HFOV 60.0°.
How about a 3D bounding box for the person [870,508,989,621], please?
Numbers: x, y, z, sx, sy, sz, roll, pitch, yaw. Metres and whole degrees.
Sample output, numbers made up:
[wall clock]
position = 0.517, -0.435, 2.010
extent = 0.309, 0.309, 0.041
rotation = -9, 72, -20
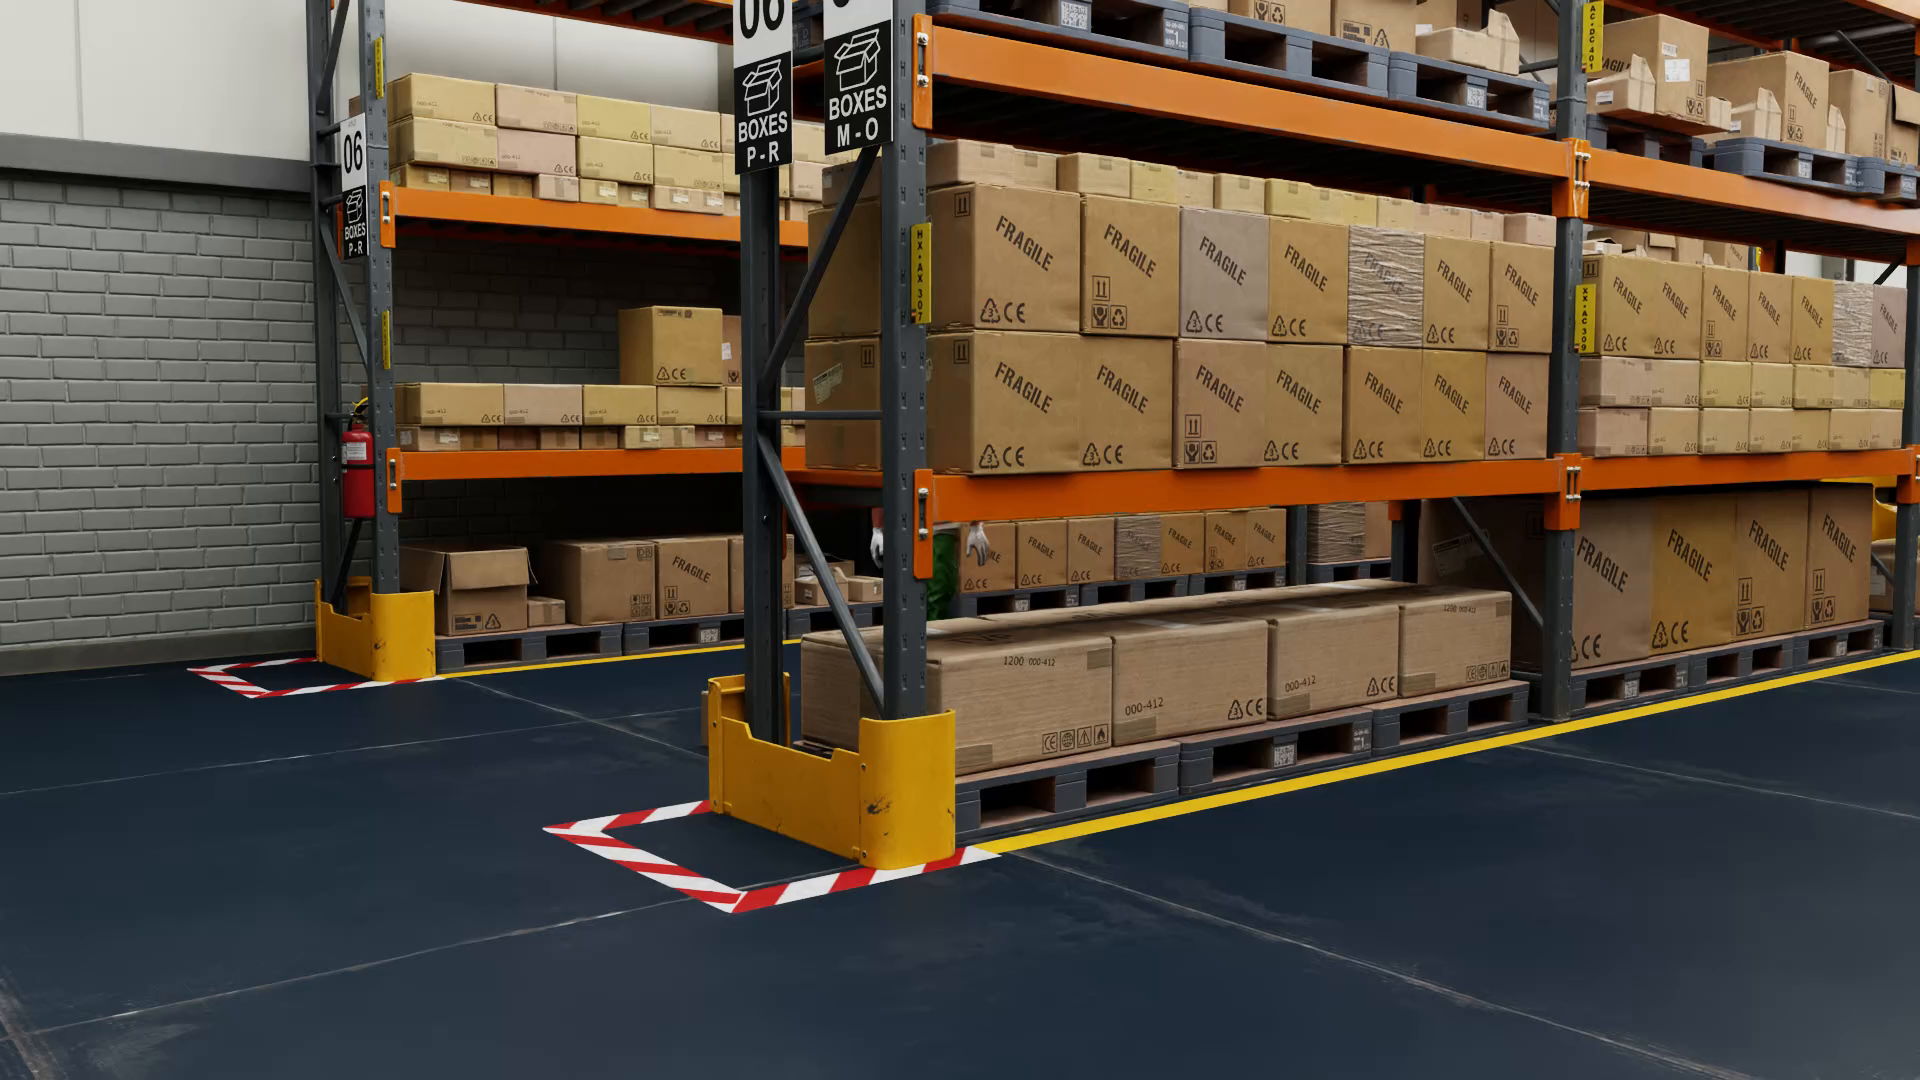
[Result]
[person]
position = -0.206, -0.028, 8.679
extent = 0.622, 1.735, 0.976
rotation = 2, 5, 23
